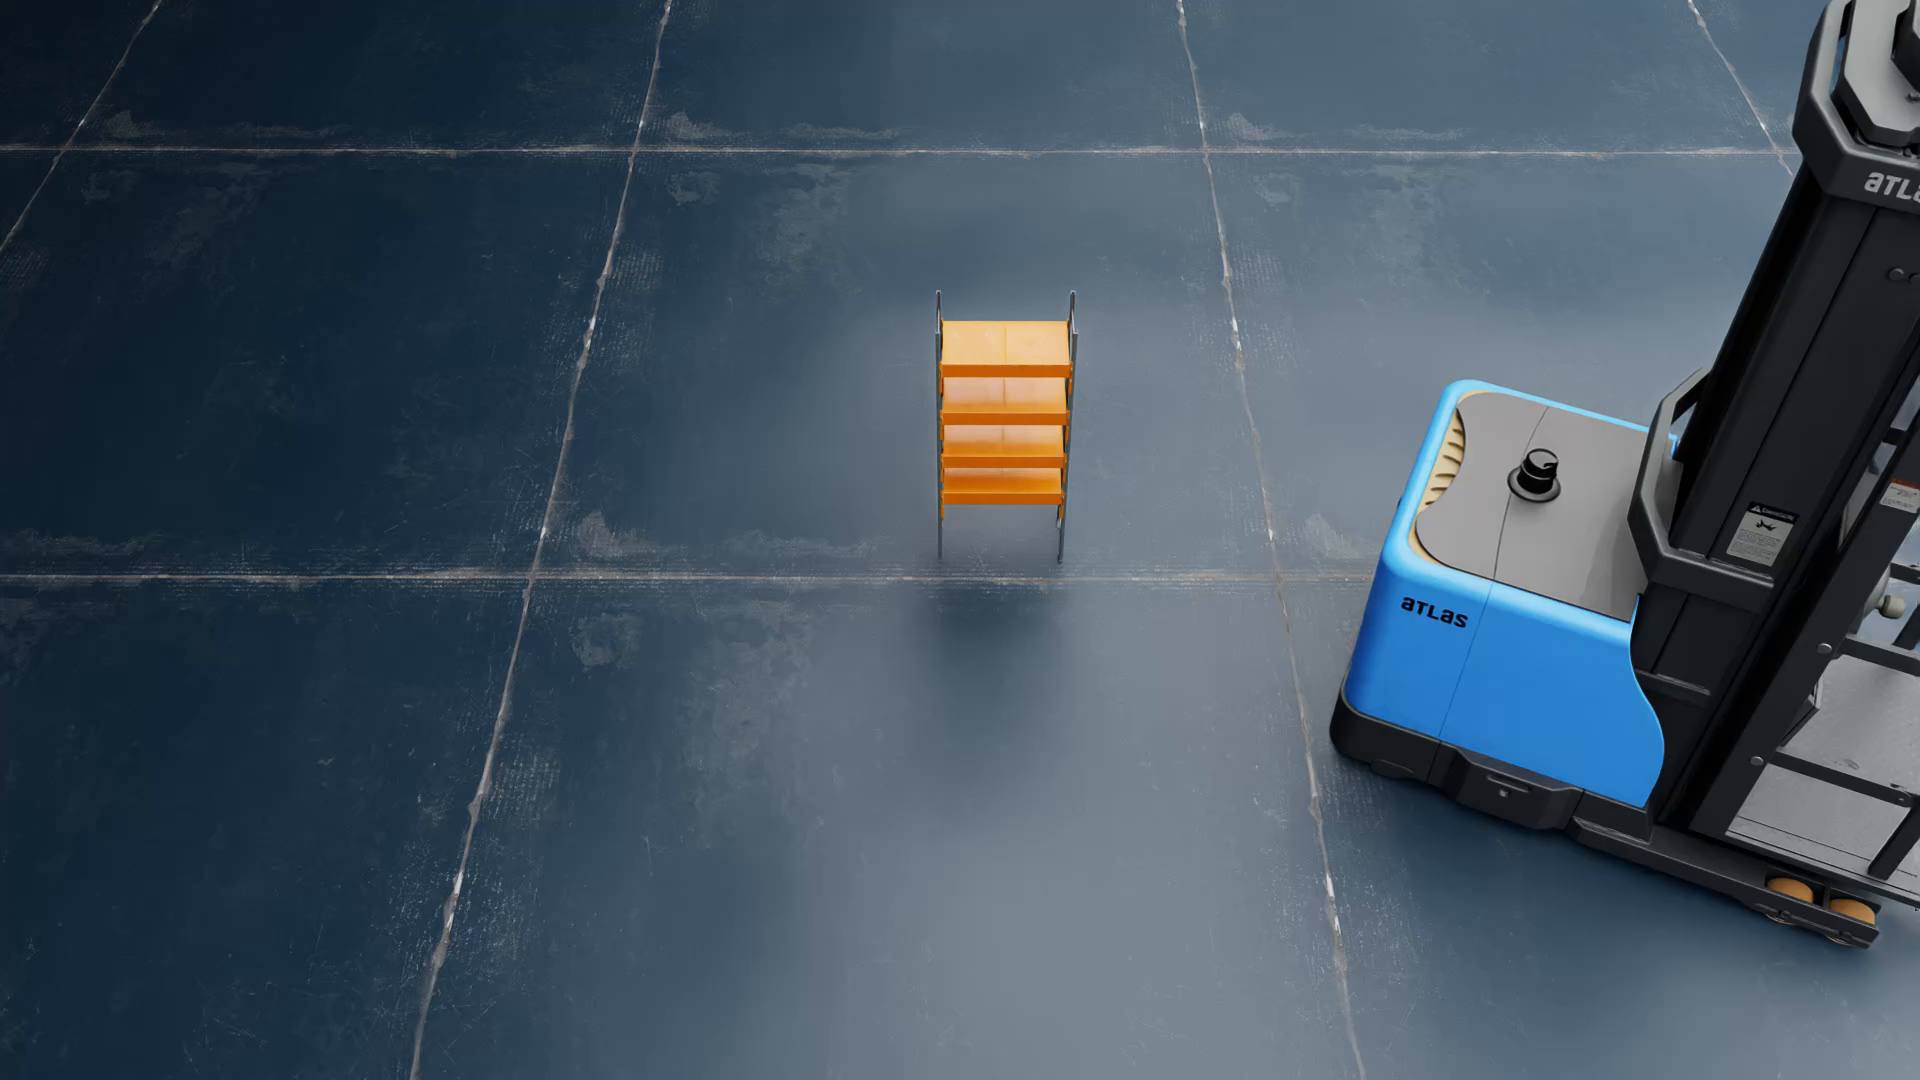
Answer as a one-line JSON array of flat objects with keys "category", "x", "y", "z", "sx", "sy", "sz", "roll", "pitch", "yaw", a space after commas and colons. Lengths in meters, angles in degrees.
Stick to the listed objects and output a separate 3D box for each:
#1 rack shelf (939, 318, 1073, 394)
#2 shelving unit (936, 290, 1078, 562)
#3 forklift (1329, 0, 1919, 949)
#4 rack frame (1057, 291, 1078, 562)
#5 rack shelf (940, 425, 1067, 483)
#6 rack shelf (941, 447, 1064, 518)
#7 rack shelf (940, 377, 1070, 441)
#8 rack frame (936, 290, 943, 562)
[{"category": "rack shelf", "x": 0.166, "y": -0.676, "z": 6.104, "sx": 0.480, "sy": 0.148, "sz": 0.258, "roll": 0, "pitch": 47, "yaw": 0}, {"category": "shelving unit", "x": 0.166, "y": -0.408, "z": 6.391, "sx": 0.503, "sy": 1.200, "sz": 0.258, "roll": 0, "pitch": 47, "yaw": 0}, {"category": "forklift", "x": 2.910, "y": -0.090, "z": 4.912, "sx": 3.031, "sy": 2.935, "sz": 1.130, "roll": 18, "pitch": 50, "yaw": 16}, {"category": "rack frame", "x": 0.410, "y": -0.408, "z": 6.391, "sx": 0.015, "sy": 1.200, "sz": 0.240, "roll": 0, "pitch": 47, "yaw": 0}, {"category": "rack shelf", "x": 0.166, "y": -0.362, "z": 6.440, "sx": 0.480, "sy": 0.148, "sz": 0.258, "roll": 0, "pitch": 47, "yaw": 0}, {"category": "rack shelf", "x": 0.166, "y": -0.227, "z": 6.586, "sx": 0.480, "sy": 0.148, "sz": 0.258, "roll": 0, "pitch": 47, "yaw": 0}, {"category": "rack shelf", "x": 0.166, "y": -0.515, "z": 6.277, "sx": 0.480, "sy": 0.148, "sz": 0.258, "roll": 0, "pitch": 47, "yaw": 0}, {"category": "rack frame", "x": -0.078, "y": -0.409, "z": 6.392, "sx": 0.015, "sy": 1.200, "sz": 0.240, "roll": 0, "pitch": 47, "yaw": 0}]
